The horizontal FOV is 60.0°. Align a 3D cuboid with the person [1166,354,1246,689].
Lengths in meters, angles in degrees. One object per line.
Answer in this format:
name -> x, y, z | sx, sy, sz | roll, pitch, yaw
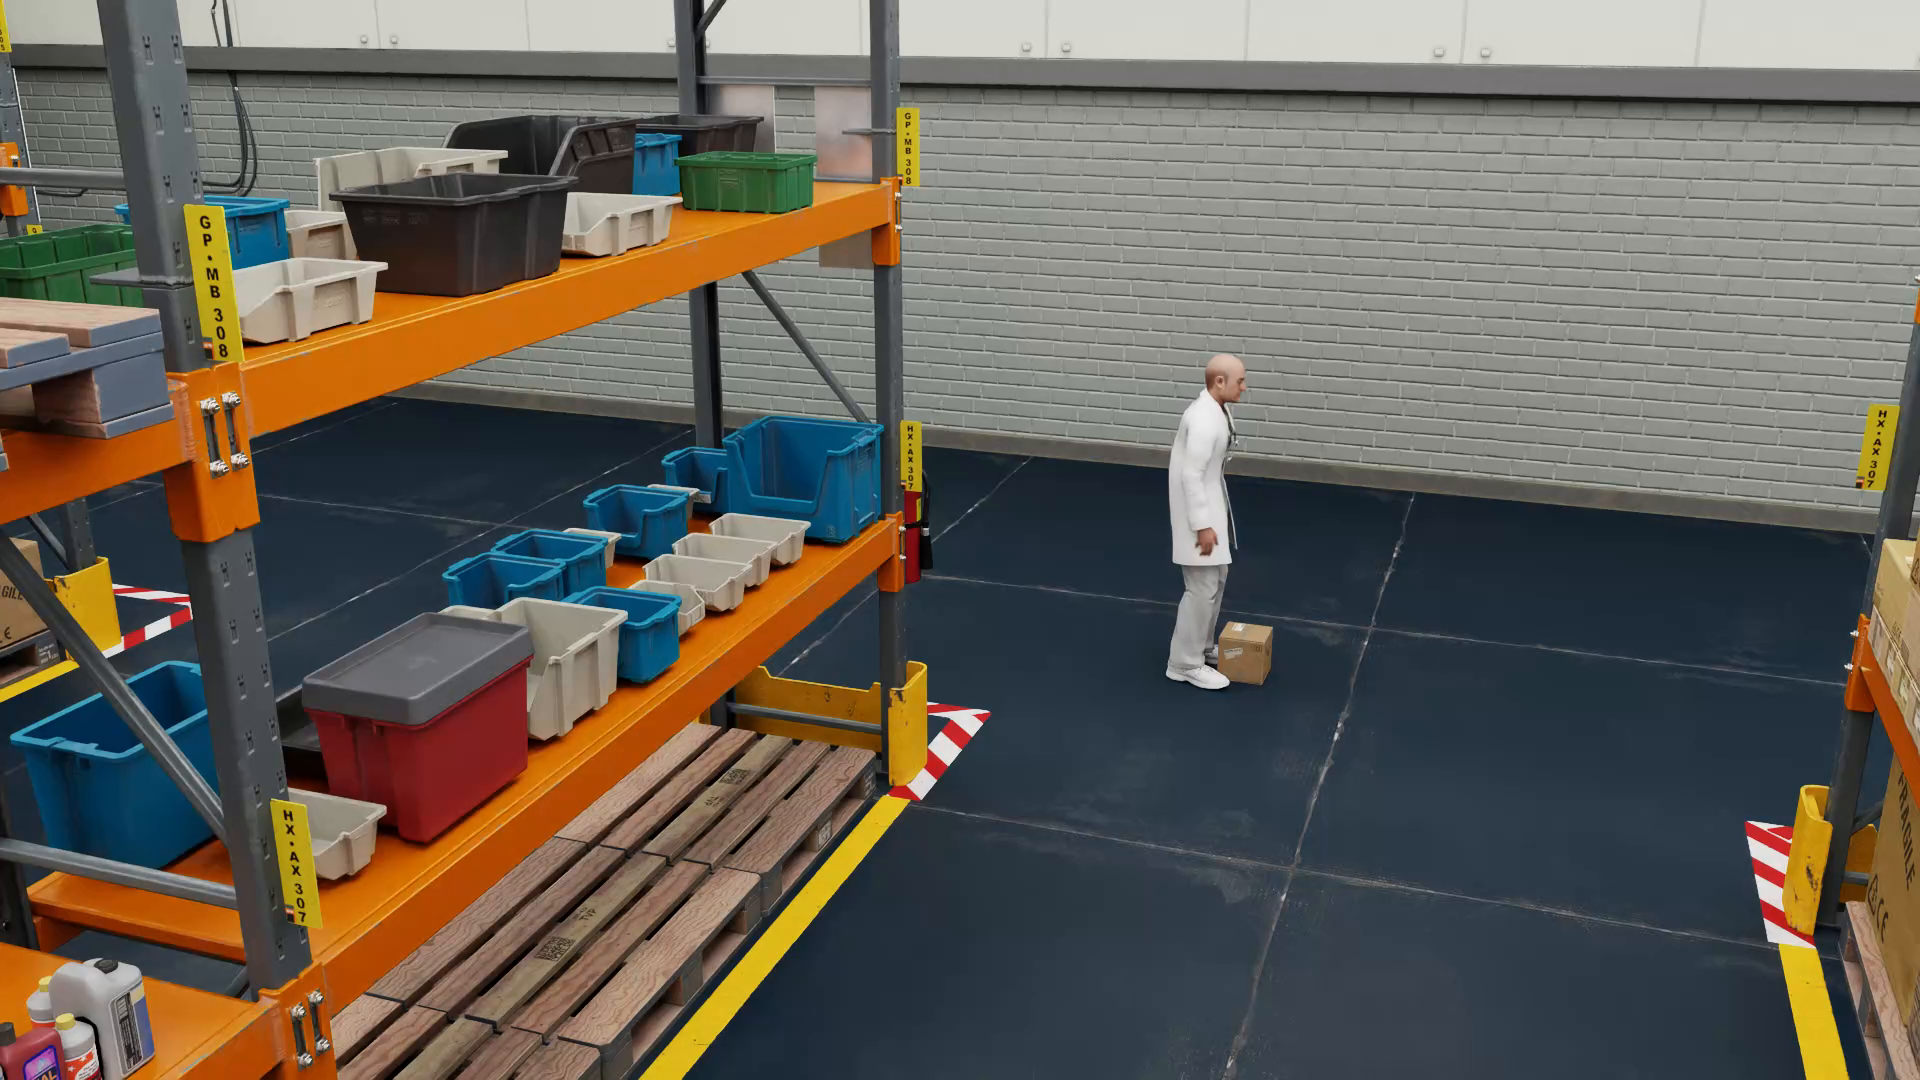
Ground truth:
person -> 1.330, -0.128, 8.969 | 0.415, 1.774, 0.654 | 6, 19, 17
